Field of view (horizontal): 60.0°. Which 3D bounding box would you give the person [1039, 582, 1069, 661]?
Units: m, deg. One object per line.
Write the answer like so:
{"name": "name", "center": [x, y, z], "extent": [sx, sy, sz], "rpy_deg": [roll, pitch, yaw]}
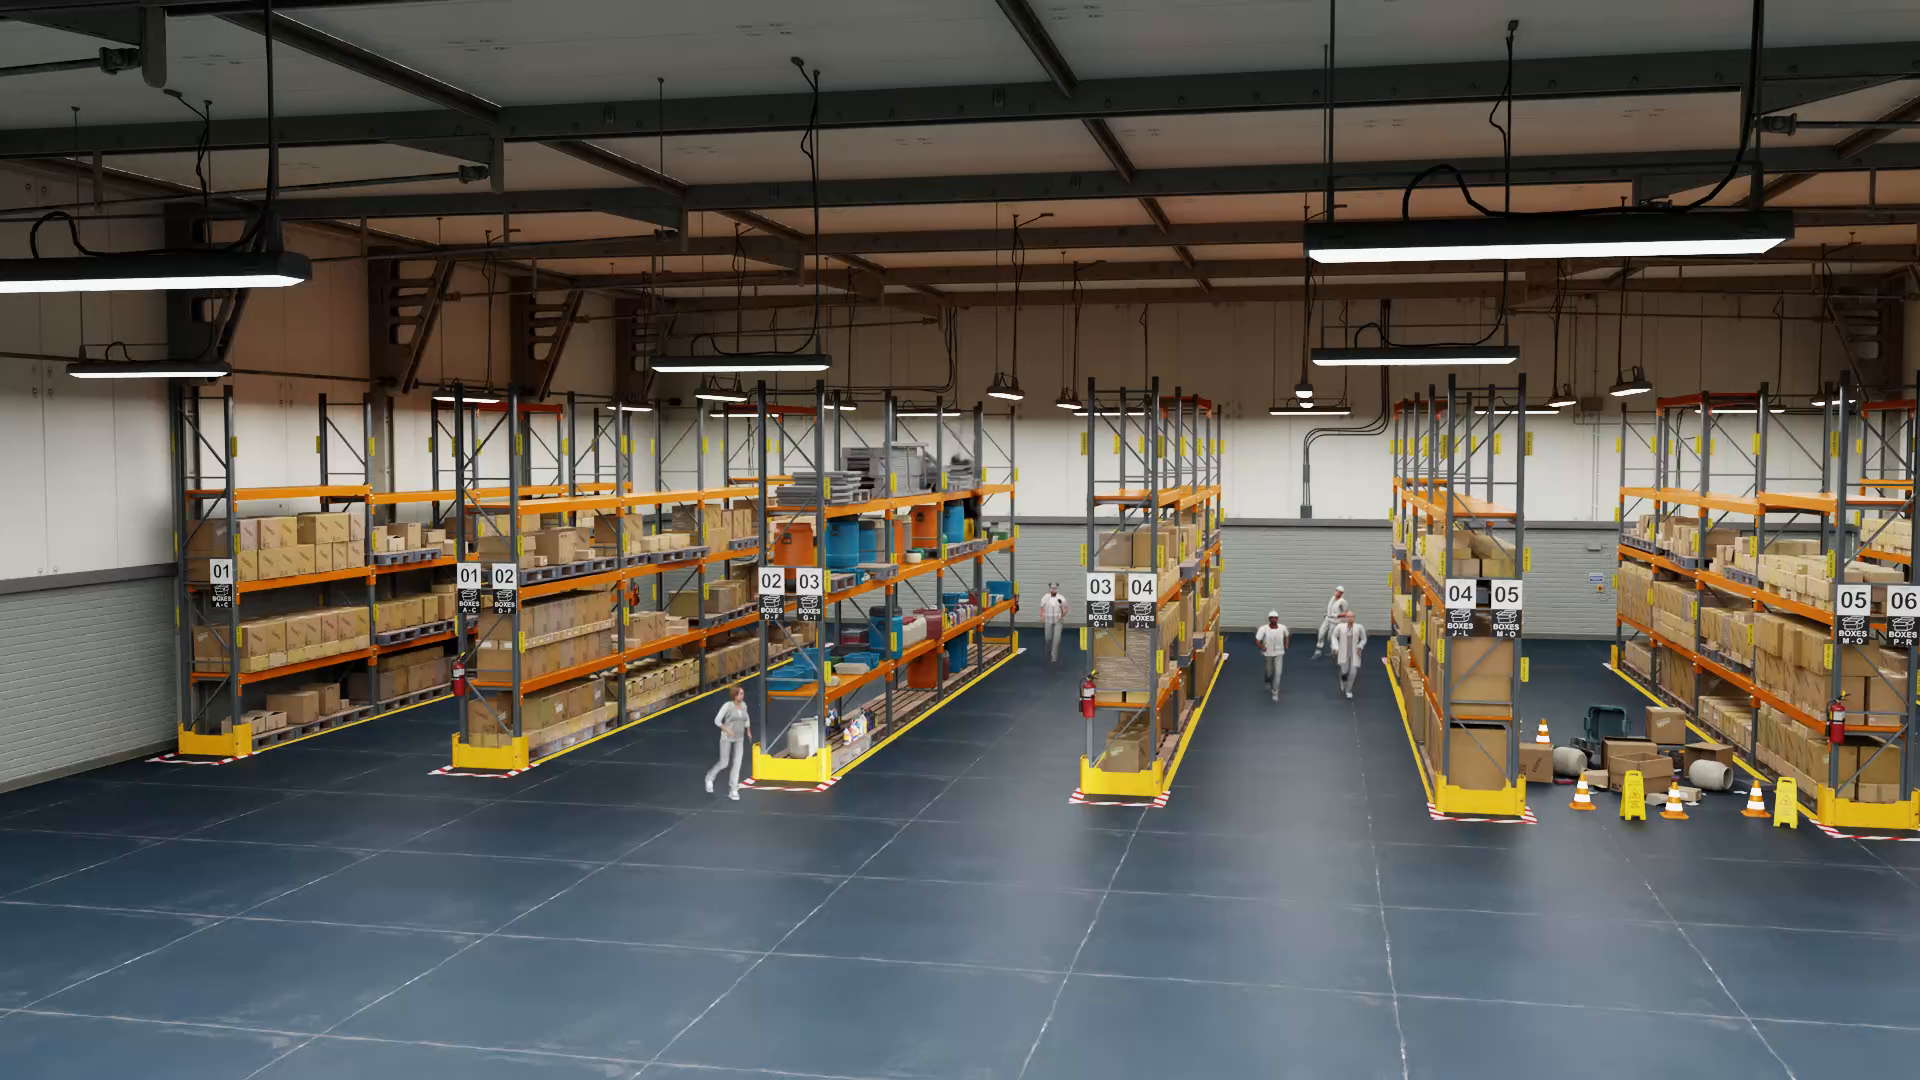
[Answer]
{"name": "person", "center": [2.070, 1.792, 36.790], "extent": [0.665, 1.754, 0.603], "rpy_deg": [0, 3, 3]}

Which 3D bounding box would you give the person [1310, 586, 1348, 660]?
{"name": "person", "center": [8.723, 1.950, 39.043], "extent": [0.738, 1.758, 0.735], "rpy_deg": [-2, 4, -34]}

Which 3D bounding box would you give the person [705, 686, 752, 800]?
{"name": "person", "center": [-3.230, 2.870, 23.803], "extent": [0.606, 1.564, 0.807], "rpy_deg": [-2, 4, -37]}

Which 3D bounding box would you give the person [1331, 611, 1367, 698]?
{"name": "person", "center": [7.775, 2.285, 33.229], "extent": [0.698, 1.728, 0.669], "rpy_deg": [1, 3, 11]}

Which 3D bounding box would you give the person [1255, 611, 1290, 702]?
{"name": "person", "center": [6.219, 2.282, 33.032], "extent": [0.705, 1.759, 0.903], "rpy_deg": [0, 3, 2]}
